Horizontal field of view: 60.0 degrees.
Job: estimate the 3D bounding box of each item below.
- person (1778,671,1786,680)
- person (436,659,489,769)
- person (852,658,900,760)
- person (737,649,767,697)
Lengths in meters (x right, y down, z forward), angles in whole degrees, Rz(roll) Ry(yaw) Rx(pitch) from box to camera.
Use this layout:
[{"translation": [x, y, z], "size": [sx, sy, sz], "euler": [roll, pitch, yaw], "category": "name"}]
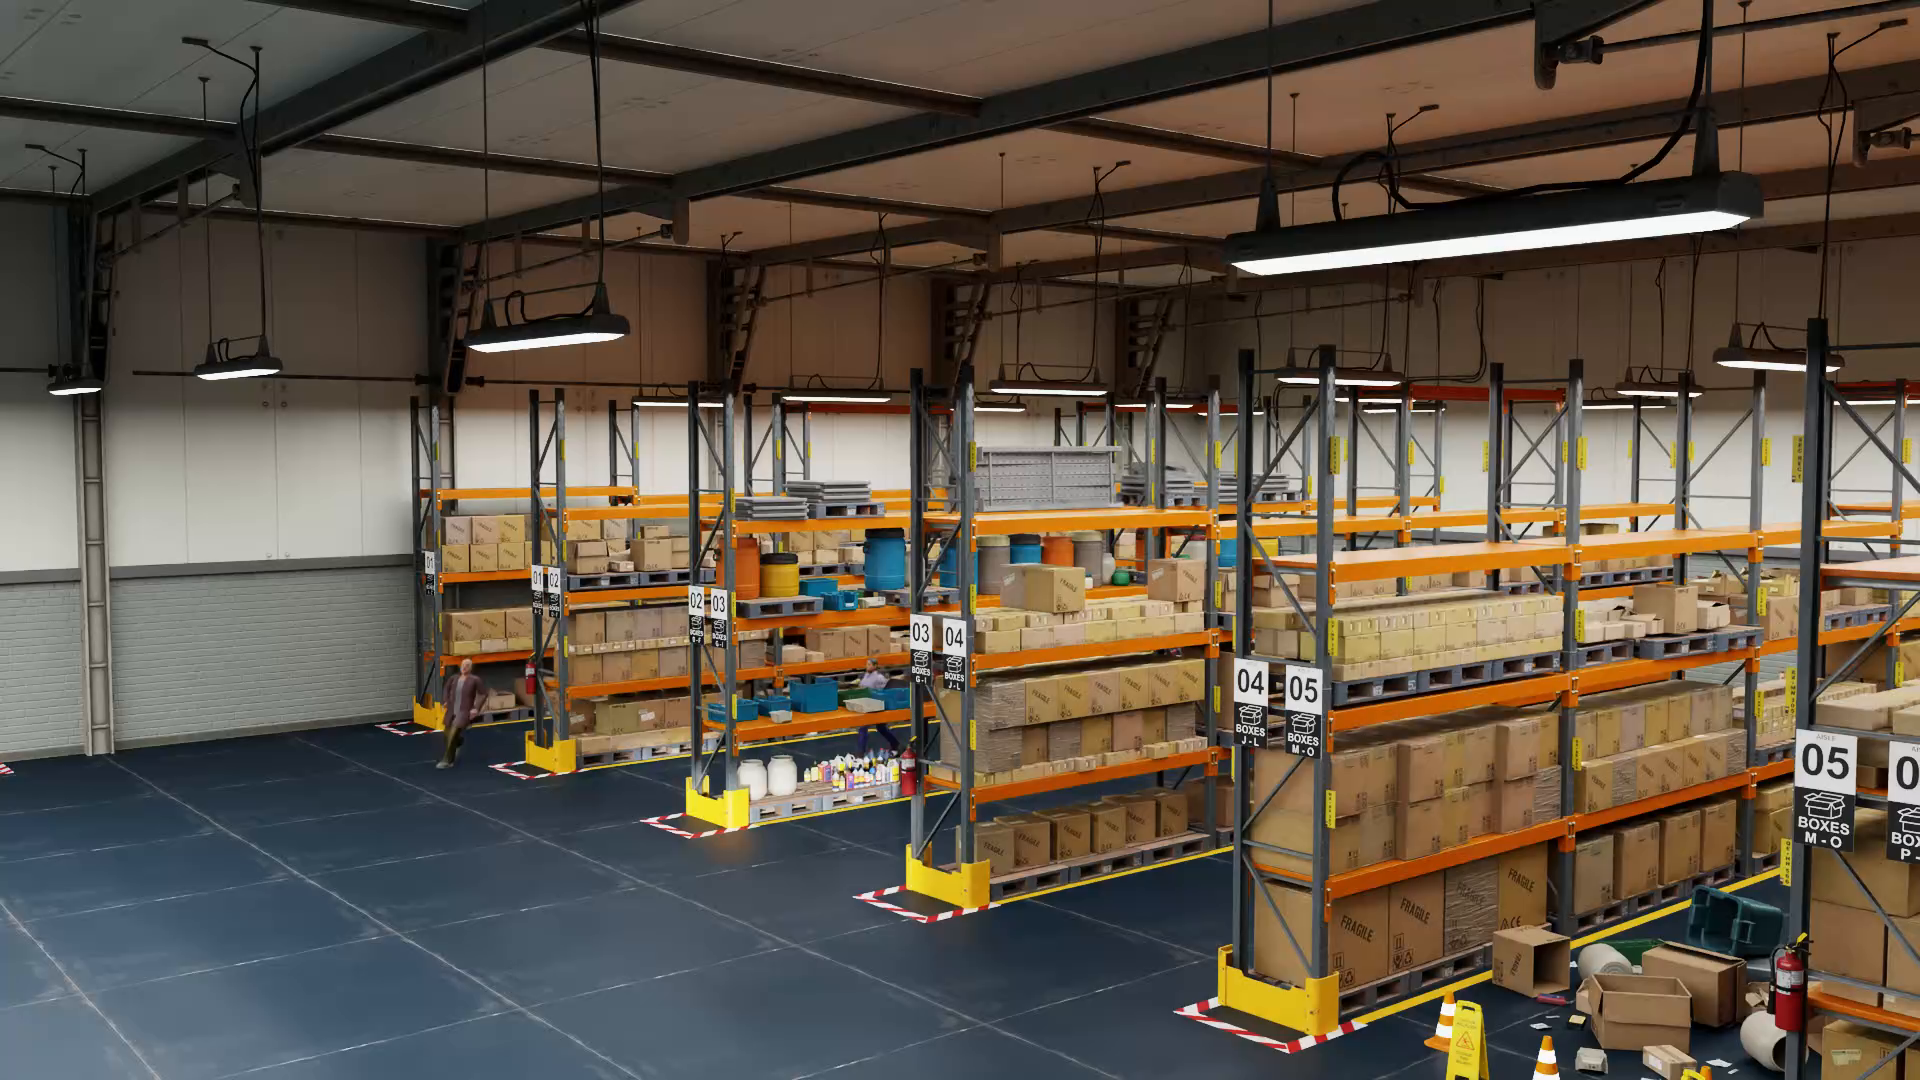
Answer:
[{"translation": [12.622, 2.841, 25.359], "size": [0.713, 1.709, 0.558], "euler": [-2, 4, -33], "category": "person"}, {"translation": [-7.908, 2.747, 26.448], "size": [0.767, 1.710, 0.819], "euler": [1, 3, 12], "category": "person"}, {"translation": [-1.394, 2.726, 26.979], "size": [0.599, 1.647, 0.892], "euler": [3, 5, 44], "category": "person"}, {"translation": [-3.961, 2.476, 30.975], "size": [0.712, 1.754, 0.932], "euler": [3, 5, 45], "category": "person"}]
